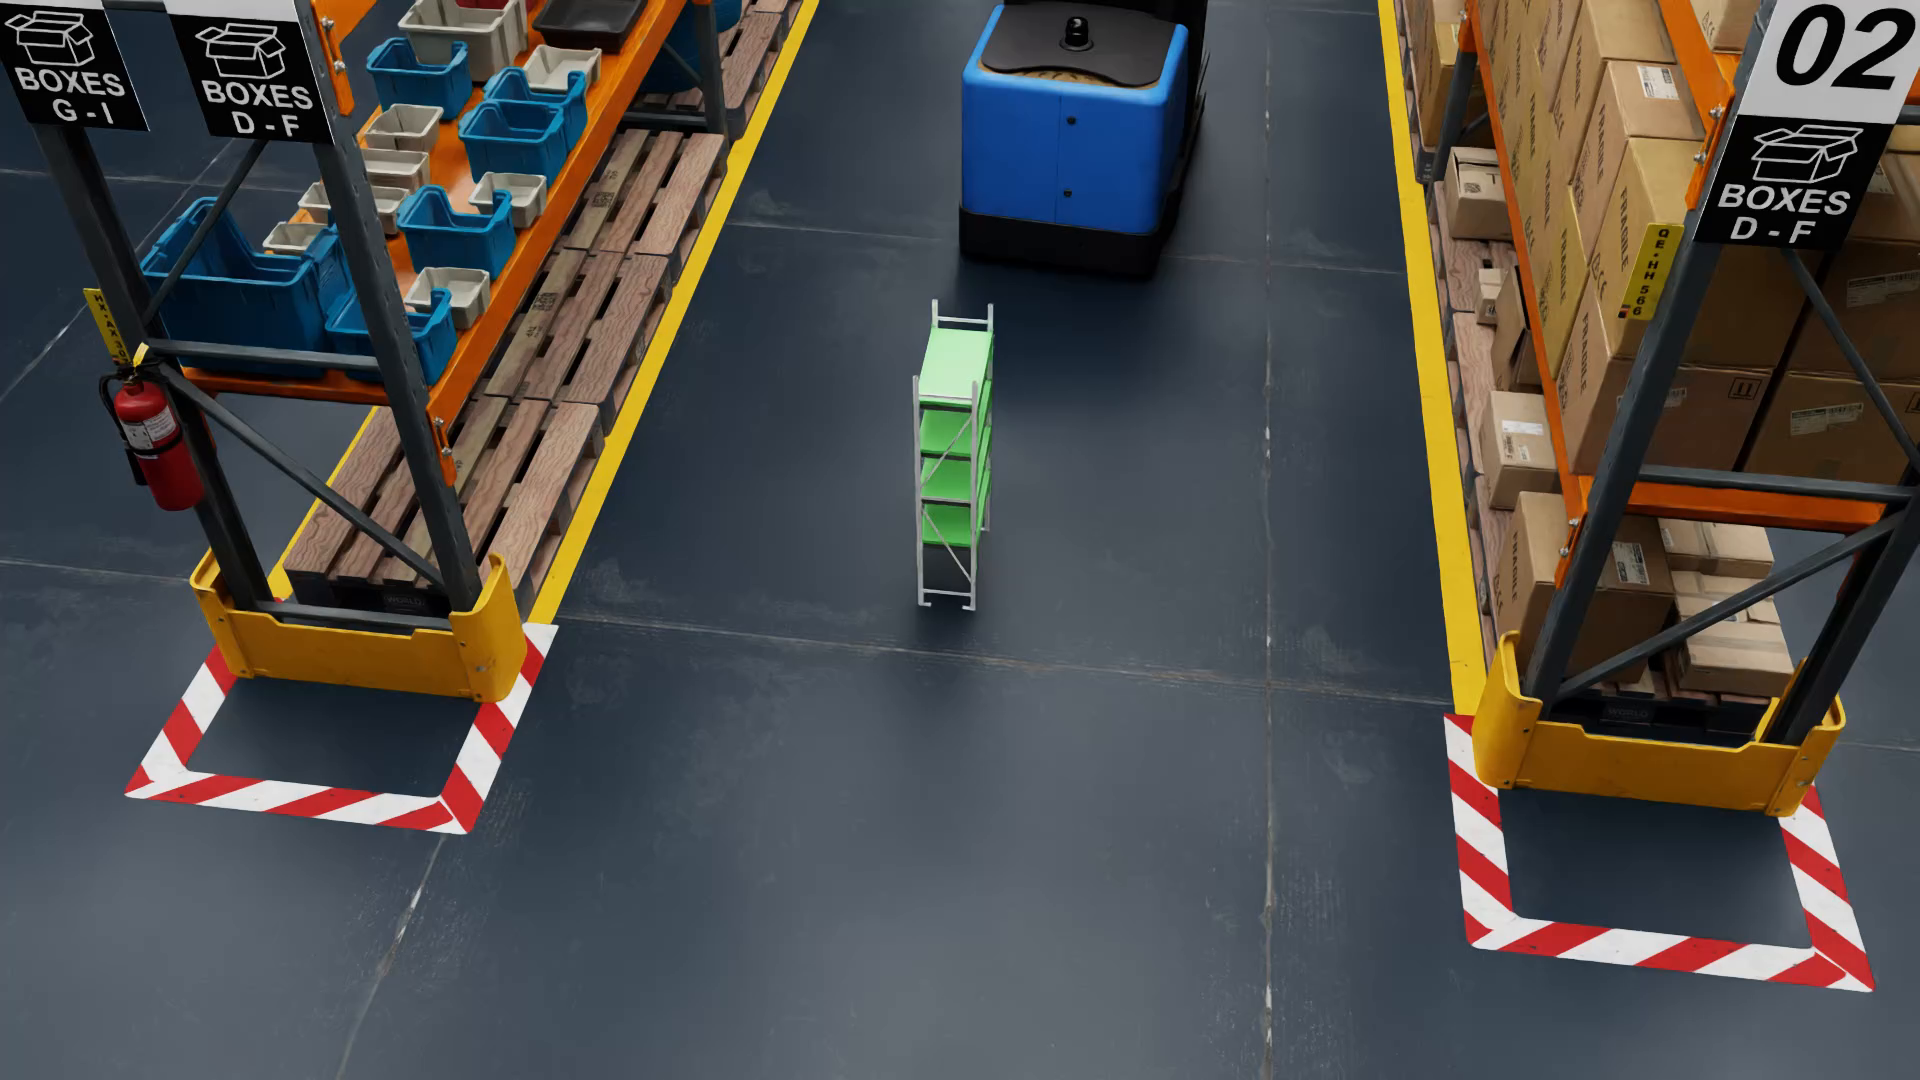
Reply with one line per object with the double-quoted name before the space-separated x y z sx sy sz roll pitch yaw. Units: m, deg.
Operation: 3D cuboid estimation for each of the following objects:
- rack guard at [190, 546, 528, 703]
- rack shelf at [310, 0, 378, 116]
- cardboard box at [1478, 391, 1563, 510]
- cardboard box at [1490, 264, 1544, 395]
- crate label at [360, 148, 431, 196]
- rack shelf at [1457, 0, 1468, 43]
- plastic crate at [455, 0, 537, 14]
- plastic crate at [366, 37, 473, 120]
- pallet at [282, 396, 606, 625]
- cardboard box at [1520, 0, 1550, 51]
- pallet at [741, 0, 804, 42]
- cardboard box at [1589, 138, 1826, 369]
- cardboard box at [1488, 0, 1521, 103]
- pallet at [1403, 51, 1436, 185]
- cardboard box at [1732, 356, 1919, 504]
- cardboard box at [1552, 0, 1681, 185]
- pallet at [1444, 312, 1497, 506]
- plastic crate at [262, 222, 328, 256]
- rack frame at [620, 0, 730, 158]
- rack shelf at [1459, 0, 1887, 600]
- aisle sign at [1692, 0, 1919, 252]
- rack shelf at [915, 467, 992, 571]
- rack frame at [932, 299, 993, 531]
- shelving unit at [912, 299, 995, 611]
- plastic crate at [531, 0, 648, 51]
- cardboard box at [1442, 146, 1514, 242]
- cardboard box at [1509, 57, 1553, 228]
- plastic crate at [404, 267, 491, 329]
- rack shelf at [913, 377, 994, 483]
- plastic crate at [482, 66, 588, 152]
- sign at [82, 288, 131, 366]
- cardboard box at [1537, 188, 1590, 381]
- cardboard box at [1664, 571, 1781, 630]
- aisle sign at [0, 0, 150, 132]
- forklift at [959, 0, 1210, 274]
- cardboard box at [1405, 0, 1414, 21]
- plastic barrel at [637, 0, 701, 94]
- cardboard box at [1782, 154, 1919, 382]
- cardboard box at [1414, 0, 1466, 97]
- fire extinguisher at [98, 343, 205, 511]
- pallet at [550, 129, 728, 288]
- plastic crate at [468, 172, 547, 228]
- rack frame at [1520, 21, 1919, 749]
"rack guard" -2.354 0.298 6.571 1.175 0.500 0.348 5 44 6
"rack shelf" -2.100 -2.818 6.386 1.077 0.370 4.000 5 44 6
"cardboard box" 2.529 -0.373 7.142 0.500 0.250 0.500 5 44 6
"cardboard box" 2.831 -0.873 7.486 0.797 0.503 0.637 5 44 6
"crate label" -2.370 -1.513 6.815 0.396 0.136 0.243 5 44 6
"rack shelf" 3.339 -4.002 9.818 1.077 0.370 4.000 5 44 6
"plastic crate" -2.202 -2.812 7.948 0.402 0.464 0.583 5 44 6
"plastic crate" -2.347 -2.011 7.270 0.416 0.233 0.300 5 44 6
"pallet" -2.216 -0.173 7.279 1.003 0.211 1.213 5 44 6
"cardboard box" 2.597 -2.302 6.700 0.500 0.500 0.500 4 44 4
"pallet" -1.533 -3.696 11.000 1.003 0.211 1.213 5 44 6
"cardboard box" 2.332 -0.902 5.221 0.500 0.500 0.500 5 44 5
"cardboard box" 2.672 -2.265 7.387 0.500 0.500 0.500 6 44 6
"pallet" 3.144 -2.445 9.679 1.003 0.211 1.213 5 44 6
"cardboard box" 2.865 -0.489 5.512 0.500 0.500 0.500 6 44 6
"cardboard box" 2.462 -1.600 5.958 0.500 0.500 0.500 6 44 7
"pallet" 2.824 -0.586 7.715 1.003 0.211 1.213 5 44 6
"plastic crate" -2.436 -1.125 6.405 0.396 0.136 0.243 5 44 6
"rack frame" -1.835 -3.353 8.609 1.000 3.000 0.127 5 44 6
"rack shelf" 2.810 -1.276 6.939 1.077 0.370 4.000 5 44 6
"aisle sign" 2.233 -1.099 4.339 0.394 0.787 0.004 5 44 6
"rack shelf" -0.022 -0.102 6.927 0.258 0.148 0.480 5 44 6
"rack frame" 0.010 -0.489 6.894 0.240 1.200 0.015 5 44 6
"shelving unit" -0.022 -0.323 6.718 0.258 1.200 0.503 5 44 6
"plastic crate" -1.717 -2.488 7.852 0.437 0.125 0.590 5 44 6
"cardboard box" 2.804 -1.817 8.623 0.500 0.311 0.500 5 44 6
"cardboard box" 2.538 -1.577 6.661 0.500 0.500 0.500 5 44 5
"plastic crate" -1.880 -0.902 6.169 0.250 0.136 0.298 5 44 6
"rack shelf" -0.022 -0.451 6.597 0.258 0.148 0.480 5 44 6
"plastic crate" -1.791 -1.828 7.077 0.416 0.233 0.300 5 44 6
"sign" -2.911 -0.725 5.715 0.100 0.325 0.005 5 44 6
"cardboard box" 2.400 -0.894 5.940 0.500 0.500 0.500 6 44 6
"cardboard box" 2.975 0.270 6.523 0.380 0.166 0.250 5 44 6
"aisle sign" -2.664 -1.548 4.813 0.394 0.787 0.004 5 44 6
"forklift" 0.836 -3.465 8.778 1.130 2.935 3.031 9 44 10
"cardboard box" 3.061 -3.539 10.304 0.500 0.500 0.500 4 44 4
"plastic barrel" -1.746 -3.113 9.576 0.600 0.901 0.708 5 44 6
"cardboard box" 2.865 -0.852 5.168 0.500 0.500 0.500 6 44 7
"cardboard box" 2.929 -2.851 9.577 0.500 0.500 0.500 5 44 6
"fire extinguisher" -2.834 -0.402 5.820 0.296 0.674 0.183 5 44 6
"pallet" -1.894 -1.836 9.035 1.003 0.211 1.213 5 44 6
"plastic crate" -1.791 -1.365 6.658 0.250 0.136 0.298 5 44 6
"rack frame" 2.545 -0.174 5.252 1.000 3.000 0.127 5 44 6
